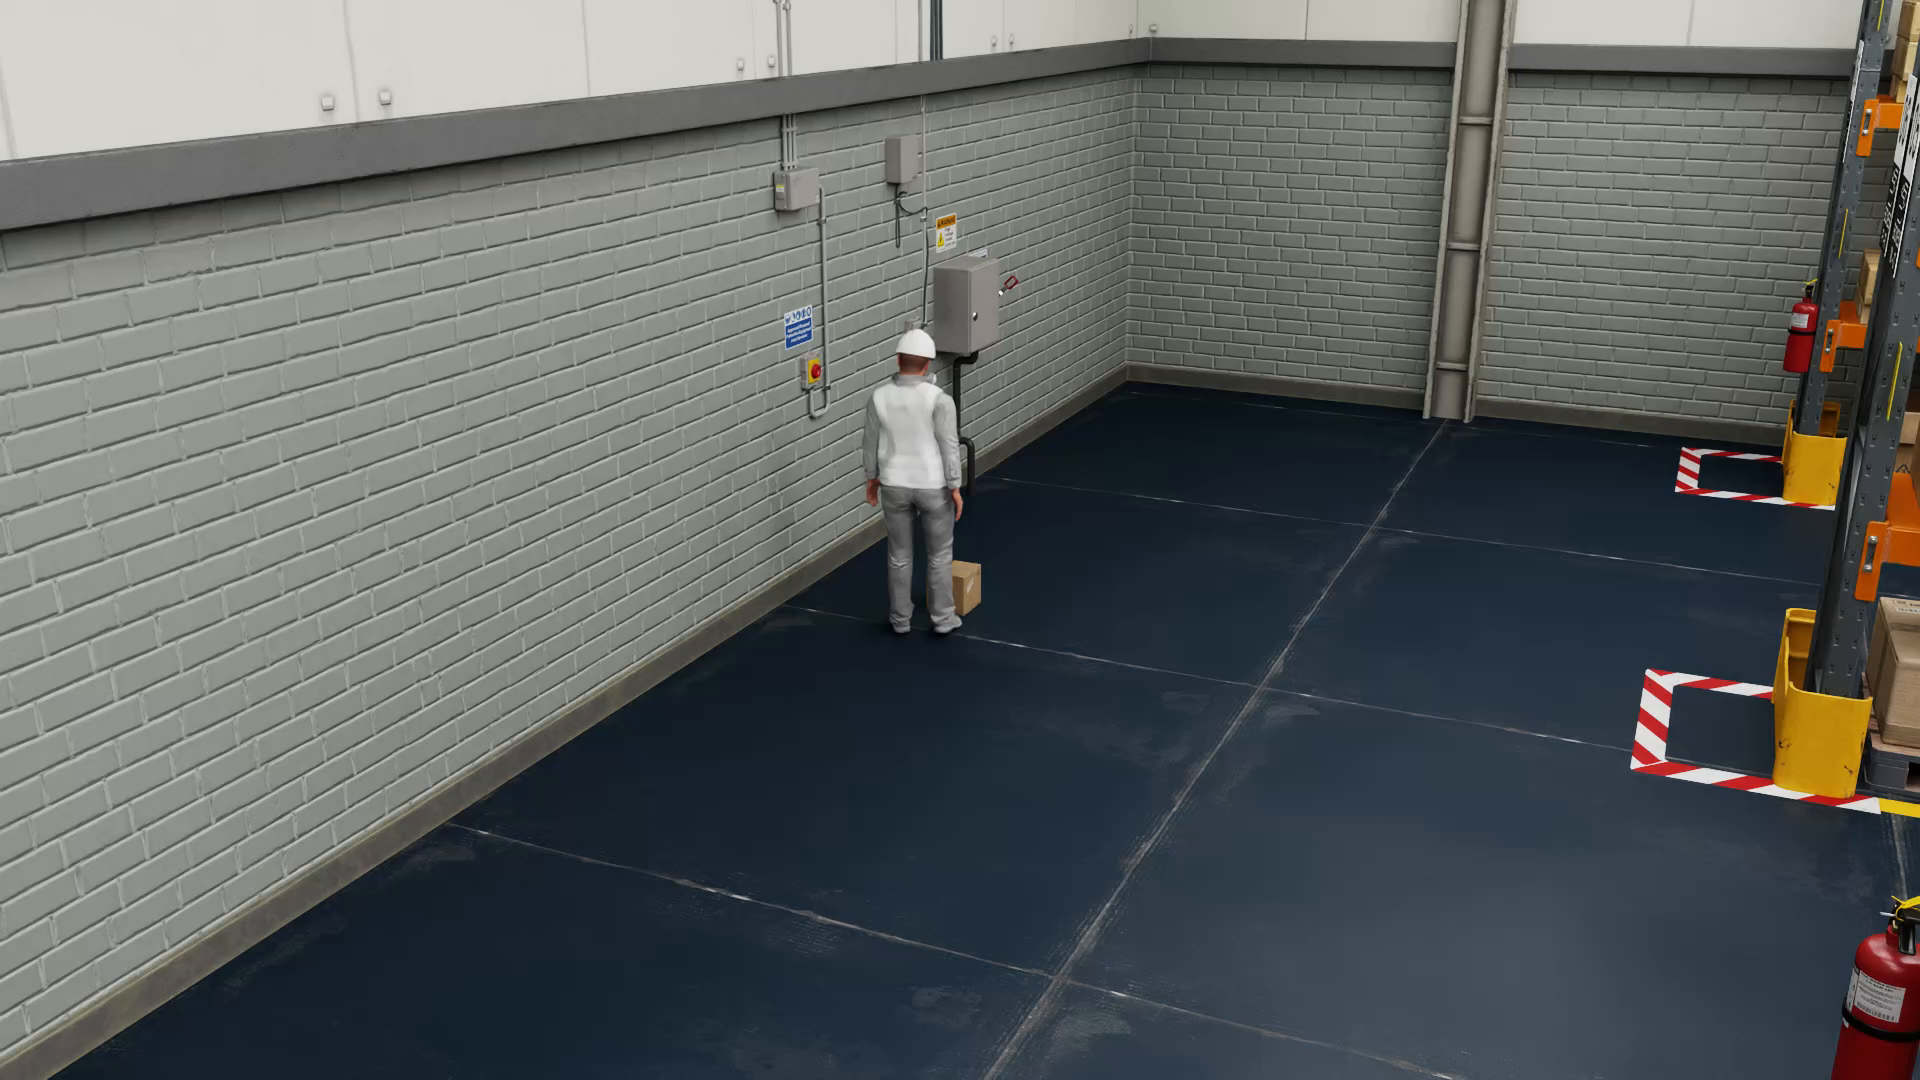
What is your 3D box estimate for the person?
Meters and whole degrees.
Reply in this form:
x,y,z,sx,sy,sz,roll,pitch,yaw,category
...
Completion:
x,y,z,sx,sy,sz,roll,pitch,yaw,category
-0.243,-0.314,9.407,0.598,1.791,0.448,5,20,14,person
